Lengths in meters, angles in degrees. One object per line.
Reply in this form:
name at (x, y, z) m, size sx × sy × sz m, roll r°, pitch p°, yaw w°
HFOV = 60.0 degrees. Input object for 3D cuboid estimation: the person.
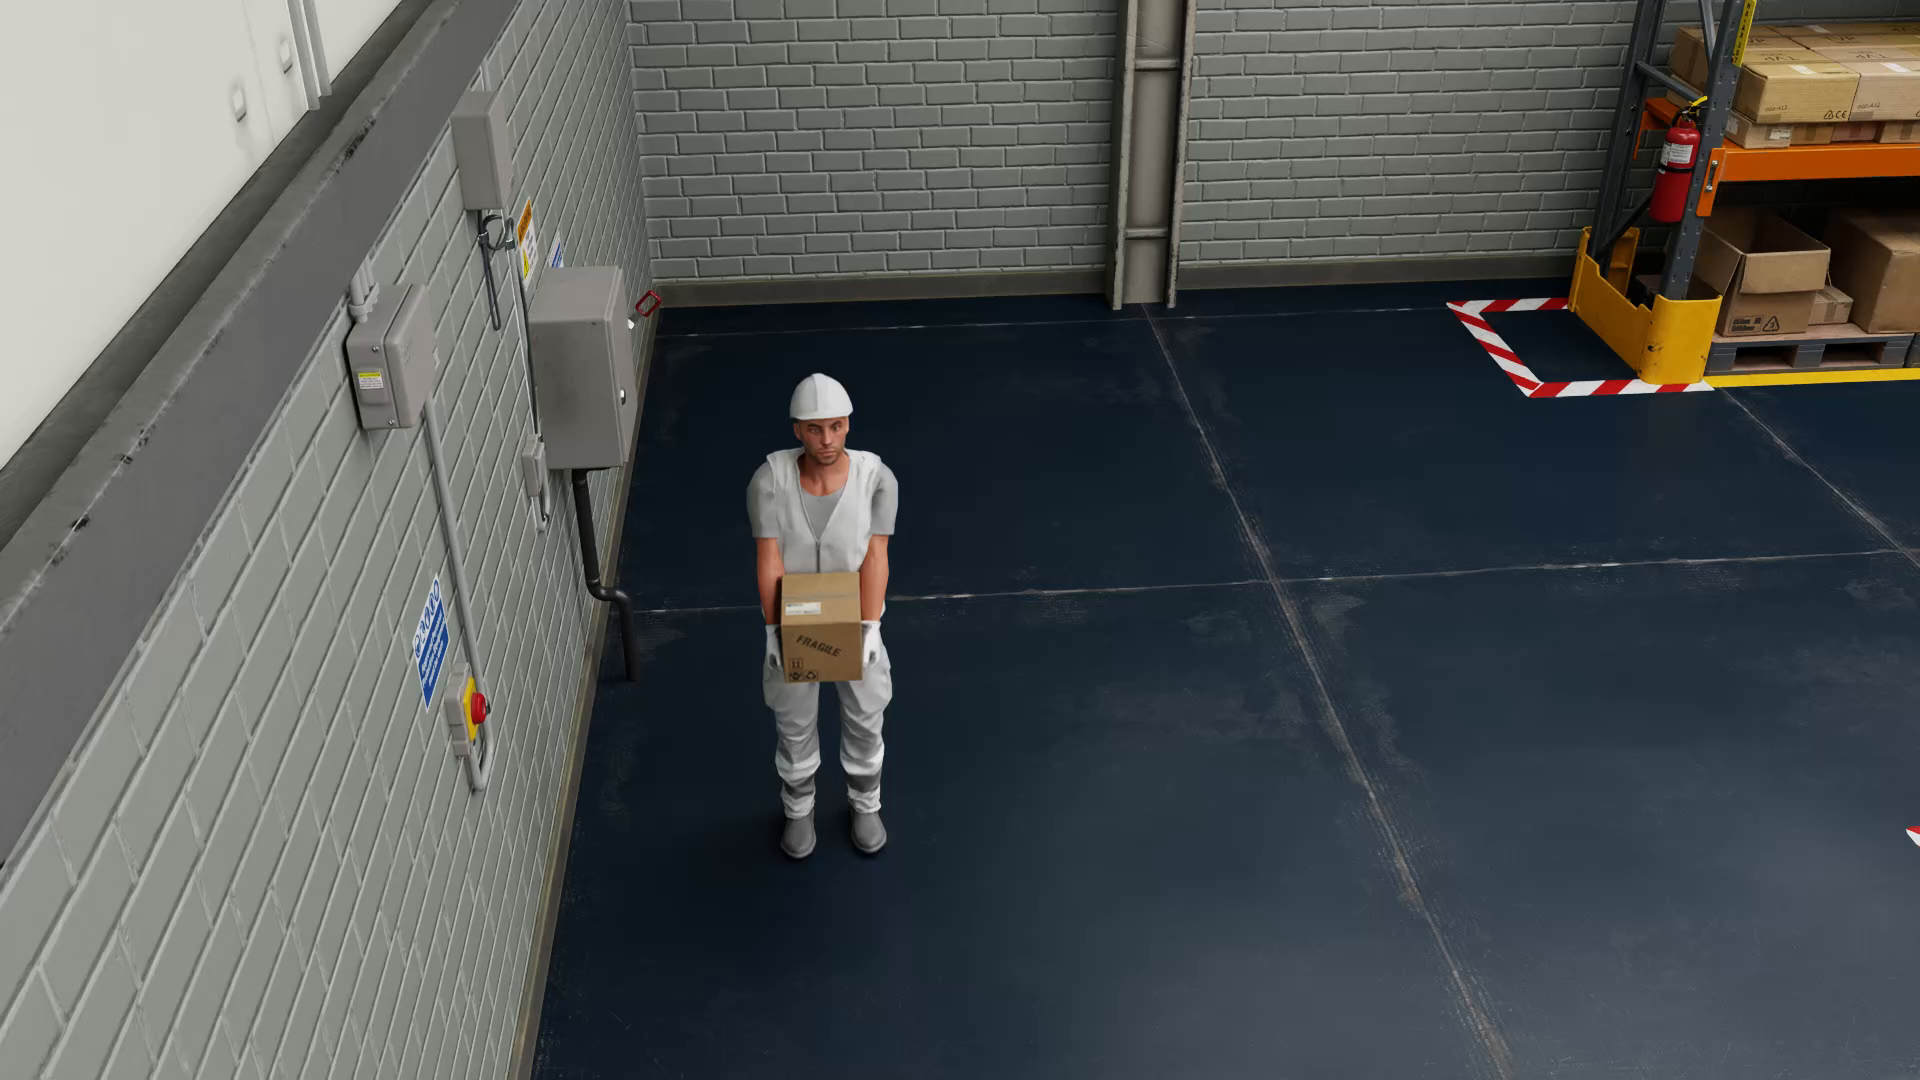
person at (-0.439, 0.332, 5.558) m, size 0.494 × 1.783 × 0.568 m, roll -2°, pitch 31°, yaw -4°
